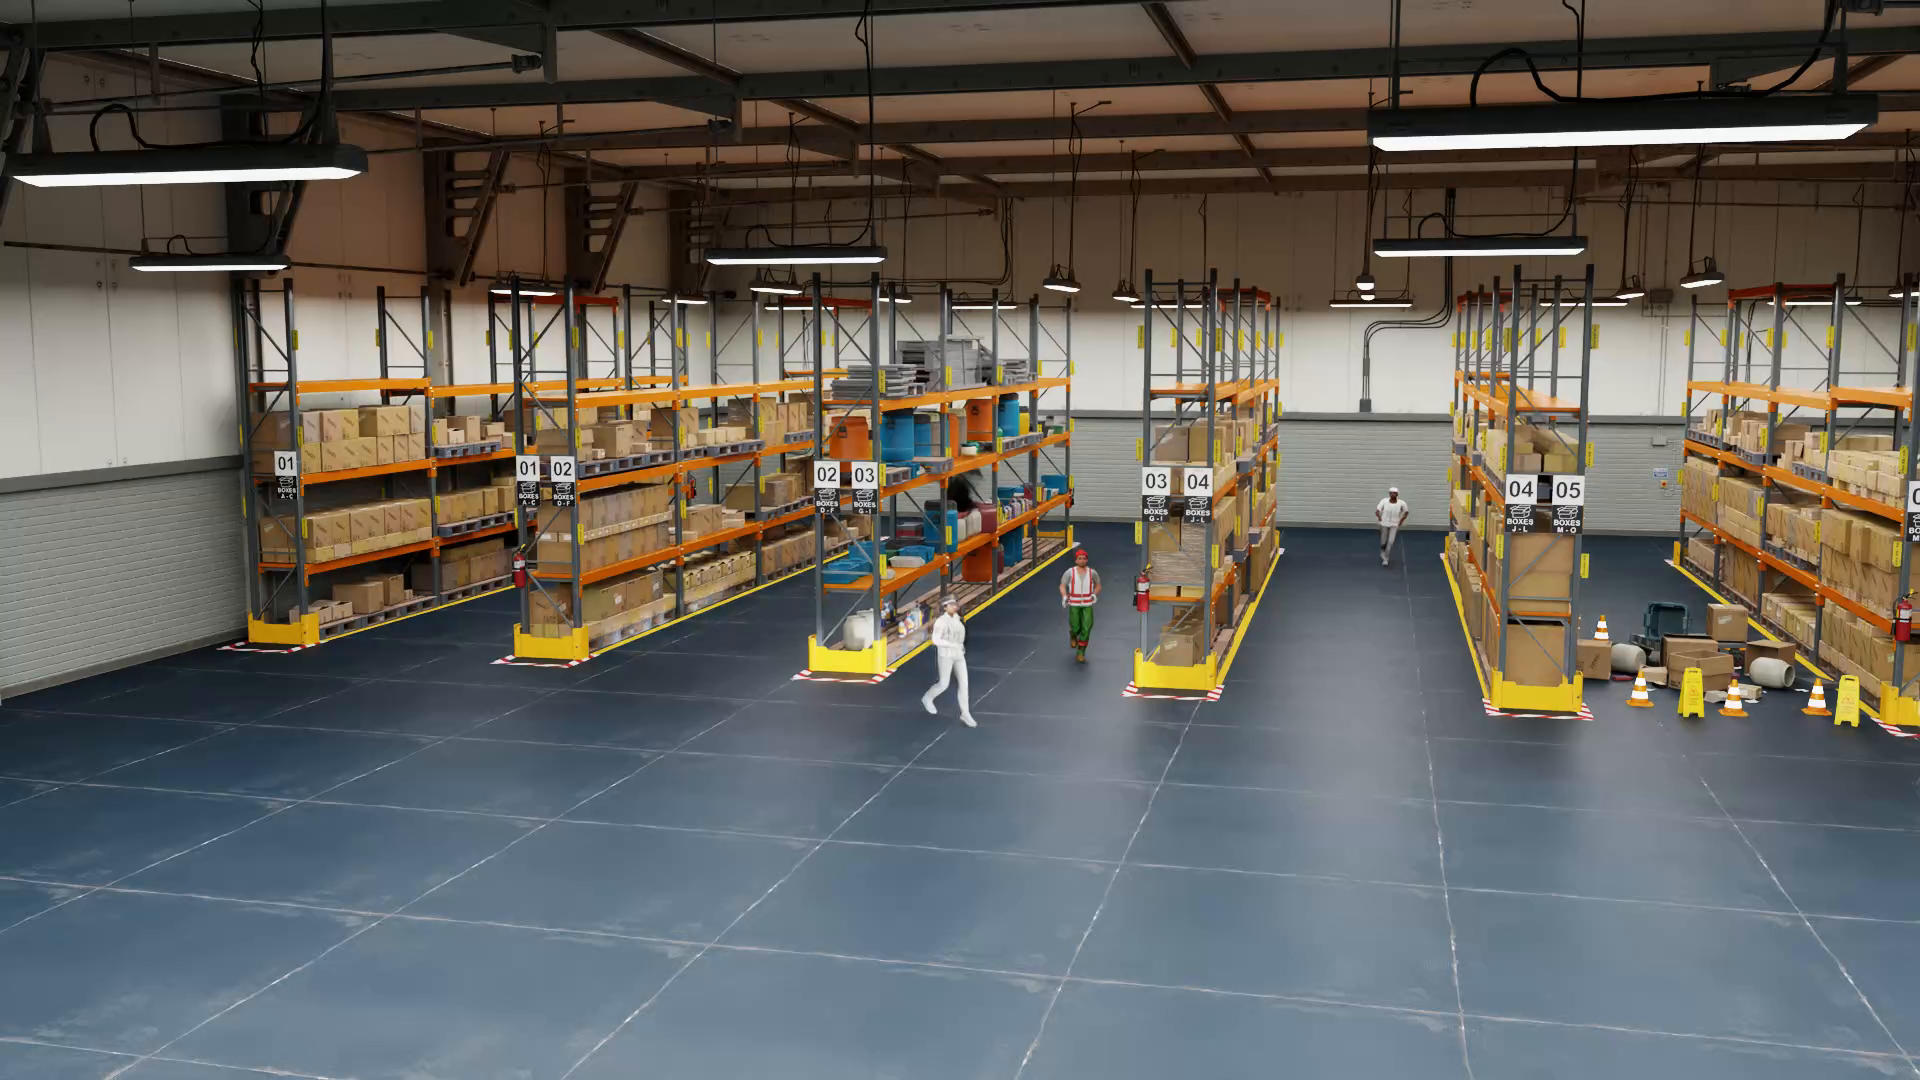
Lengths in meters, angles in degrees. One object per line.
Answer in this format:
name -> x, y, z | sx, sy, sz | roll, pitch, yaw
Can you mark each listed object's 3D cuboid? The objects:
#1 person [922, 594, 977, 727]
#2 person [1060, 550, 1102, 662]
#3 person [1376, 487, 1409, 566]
person -> -0.137, 1.552, 21.842 | 0.624, 1.708, 0.923 | -7, 9, -43
person -> 1.903, 1.015, 26.139 | 0.658, 1.740, 0.606 | 0, 7, -3
person -> 9.681, -0.321, 37.319 | 0.706, 1.748, 0.786 | 2, 7, 20
